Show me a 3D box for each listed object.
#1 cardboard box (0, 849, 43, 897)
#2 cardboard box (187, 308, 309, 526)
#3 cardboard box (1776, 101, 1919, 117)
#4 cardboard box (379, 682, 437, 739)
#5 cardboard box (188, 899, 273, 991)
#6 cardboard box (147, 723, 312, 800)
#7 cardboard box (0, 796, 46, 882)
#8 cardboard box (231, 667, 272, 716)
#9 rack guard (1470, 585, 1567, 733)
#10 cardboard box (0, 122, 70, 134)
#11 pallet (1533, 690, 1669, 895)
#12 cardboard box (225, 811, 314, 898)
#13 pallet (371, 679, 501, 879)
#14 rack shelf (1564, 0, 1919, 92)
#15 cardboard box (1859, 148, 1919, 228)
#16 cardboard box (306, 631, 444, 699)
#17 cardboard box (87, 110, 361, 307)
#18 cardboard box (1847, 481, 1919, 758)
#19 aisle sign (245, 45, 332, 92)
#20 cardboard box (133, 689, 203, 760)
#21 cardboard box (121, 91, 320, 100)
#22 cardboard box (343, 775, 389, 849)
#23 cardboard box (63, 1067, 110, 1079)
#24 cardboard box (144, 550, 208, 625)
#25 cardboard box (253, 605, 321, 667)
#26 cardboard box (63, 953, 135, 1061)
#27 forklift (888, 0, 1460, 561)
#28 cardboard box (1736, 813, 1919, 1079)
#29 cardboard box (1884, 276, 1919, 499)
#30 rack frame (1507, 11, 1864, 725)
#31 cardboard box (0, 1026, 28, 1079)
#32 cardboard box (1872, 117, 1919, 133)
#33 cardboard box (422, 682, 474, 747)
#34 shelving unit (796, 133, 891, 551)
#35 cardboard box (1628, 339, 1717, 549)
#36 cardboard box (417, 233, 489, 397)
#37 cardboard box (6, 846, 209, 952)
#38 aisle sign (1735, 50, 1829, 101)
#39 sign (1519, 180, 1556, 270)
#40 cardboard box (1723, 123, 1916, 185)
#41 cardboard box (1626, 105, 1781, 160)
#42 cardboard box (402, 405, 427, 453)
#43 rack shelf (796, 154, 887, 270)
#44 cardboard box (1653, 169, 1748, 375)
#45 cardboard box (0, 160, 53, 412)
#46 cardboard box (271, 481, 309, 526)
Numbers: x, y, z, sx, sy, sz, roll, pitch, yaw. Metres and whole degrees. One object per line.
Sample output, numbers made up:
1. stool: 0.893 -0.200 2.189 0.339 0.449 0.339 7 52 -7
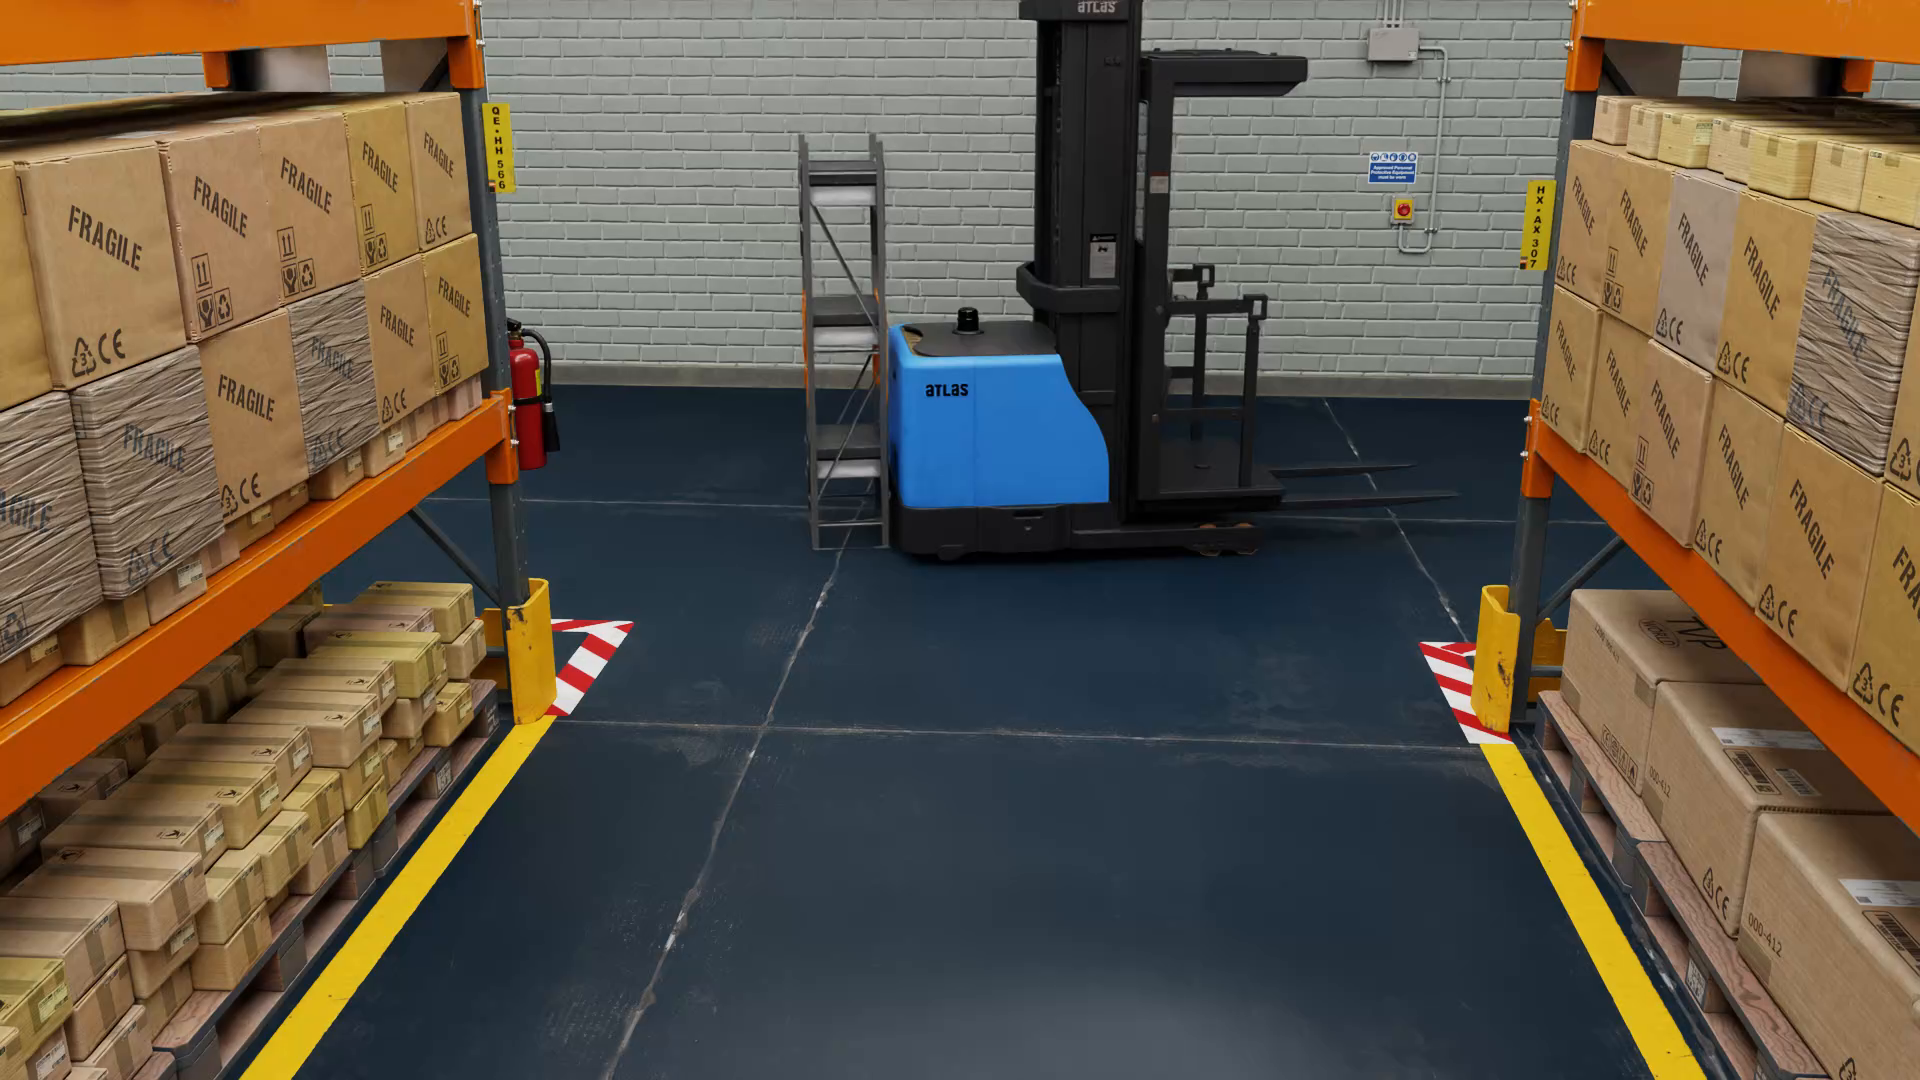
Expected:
1. cardboard box: -2.684 0.971 4.567 0.380 0.149 0.250 0 18 1
2. cardboard box: -2.155 -0.345 4.521 0.500 0.500 0.500 2 18 7
3. cardboard box: 2.860 -1.330 5.357 0.380 0.149 0.250 2 18 5
4. cardboard box: -2.053 0.572 5.787 0.380 0.149 0.250 1 18 2
5. cardboard box: -2.152 1.114 4.610 0.380 0.149 0.250 1 18 2
6. cardboard box: -2.192 0.672 5.004 0.380 0.149 0.250 1 18 2
7. cardboard box: -2.765 0.818 4.558 0.380 0.149 0.250 1 18 2
8. cardboard box: -2.564 0.559 5.827 0.380 0.149 0.250 2 18 5
9. rack guard: 2.681 0.486 6.638 1.175 0.500 0.348 1 18 4
10. cardboard box: -2.684 -0.828 4.389 0.500 0.500 0.500 1 18 2
11. pallet: 2.700 0.881 5.897 1.003 0.211 1.213 1 18 4
12. cardboard box: -2.107 0.898 4.791 0.380 0.149 0.250 1 18 4
13. pallet: -2.364 0.826 6.062 1.003 0.211 1.213 1 18 4
14. rack shelf: 2.536 -1.157 3.975 1.077 0.370 4.000 1 18 4
15. cardboard box: 2.252 -0.782 3.683 0.380 0.149 0.250 1 18 3
16. cardboard box: -2.017 0.429 5.746 0.380 0.149 0.250 1 18 3
17. cardboard box: -2.114 -0.971 4.825 0.500 0.500 0.500 2 18 7
18. cardboard box: 2.203 0.190 3.364 0.500 0.500 0.500 1 18 3
19. aisle sign: -2.559 -2.039 6.152 0.394 0.787 0.004 1 18 4
20. cardboard box: -2.651 0.582 5.277 0.380 0.149 0.250 2 18 6
21. cardboard box: -2.562 -1.304 5.842 0.500 0.500 0.500 1 18 4
22. cardboard box: -2.077 0.869 5.356 0.380 0.149 0.250 0 18 1
23. cardboard box: -2.220 1.357 3.869 0.380 0.149 0.250 1 18 4
24. cardboard box: -2.159 0.097 4.213 0.380 0.149 0.250 2 18 6
25. cardboard box: -2.541 0.342 6.010 0.380 0.149 0.250 2 18 5
26. cardboard box: -2.274 1.136 4.065 0.380 0.149 0.250 0 18 1
27. forklift: 1.150 -1.468 8.695 3.031 2.935 1.130 -2 18 -7
28. cardboard box: 2.609 1.095 4.204 0.875 0.438 0.875 1 18 2
29. cardboard box: 2.196 -0.285 3.210 0.500 0.500 0.500 1 18 3
30. rack frame: 2.680 -0.695 6.226 1.000 3.000 0.127 1 18 4
31. cardboard box: -2.241 1.154 3.531 0.380 0.149 0.250 2 18 7
32. cardboard box: 2.776 -1.091 4.628 0.380 0.149 0.250 1 18 3
33. cardboard box: -2.012 0.632 6.082 0.380 0.149 0.250 2 18 6
34. shelving unit: -0.605 -1.023 8.672 0.431 2.100 0.503 -2 18 -7
35. cardboard box: 2.296 -0.284 4.813 0.500 0.500 0.500 1 18 4
36. cardboard box: -2.040 -0.817 5.962 0.500 0.500 0.500 2 18 5
37. cardboard box: -2.177 0.916 4.259 0.380 0.149 0.250 2 18 5
38. aisle sign: 2.994 -1.945 5.868 0.394 0.787 0.004 1 18 4
39. sign: 2.127 -1.158 6.122 0.100 0.325 0.005 1 18 4
40. cardboard box: 2.270 -1.019 4.407 0.380 0.149 0.250 1 18 4
41. cardboard box: 2.297 -1.260 5.144 0.380 0.149 0.250 2 18 6
42. cardboard box: -2.064 -0.392 5.706 0.380 0.149 0.250 1 18 3
43. rack shelf: -0.605 -1.675 8.459 0.431 0.518 0.480 -2 18 -7
44. cardboard box: 2.302 -0.754 4.640 0.500 0.500 0.500 1 18 3
45. cardboard box: -2.254 -0.491 3.362 0.500 0.500 0.500 1 18 2
46. cardboard box: -2.187 -0.149 4.963 0.380 0.149 0.250 1 18 2
